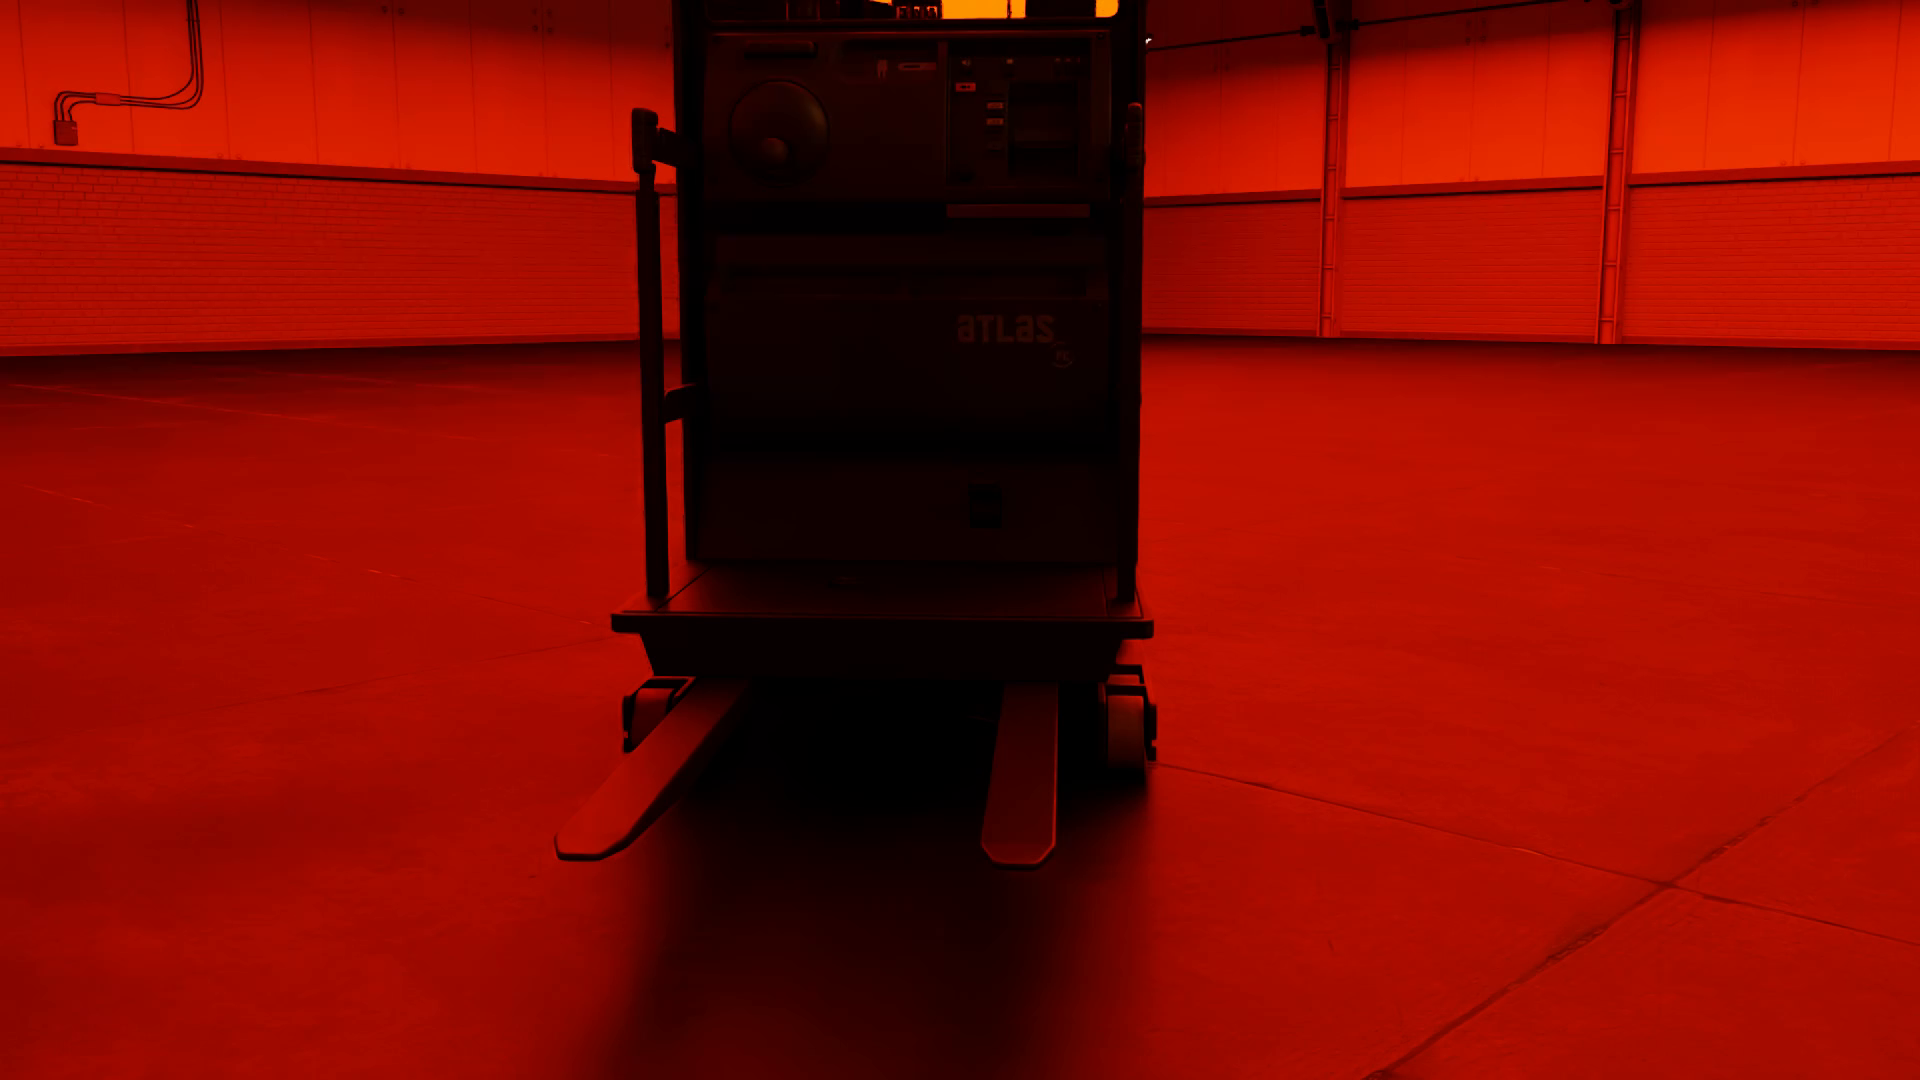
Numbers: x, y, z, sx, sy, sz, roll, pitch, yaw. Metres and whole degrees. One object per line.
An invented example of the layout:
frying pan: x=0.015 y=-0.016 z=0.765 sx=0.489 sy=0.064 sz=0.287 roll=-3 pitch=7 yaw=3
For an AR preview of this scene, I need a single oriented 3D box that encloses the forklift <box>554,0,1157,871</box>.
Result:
forklift: x=-0.132 y=-1.012 z=3.596 sx=1.130 sy=2.935 sz=3.031 roll=1 pitch=9 yaw=4
